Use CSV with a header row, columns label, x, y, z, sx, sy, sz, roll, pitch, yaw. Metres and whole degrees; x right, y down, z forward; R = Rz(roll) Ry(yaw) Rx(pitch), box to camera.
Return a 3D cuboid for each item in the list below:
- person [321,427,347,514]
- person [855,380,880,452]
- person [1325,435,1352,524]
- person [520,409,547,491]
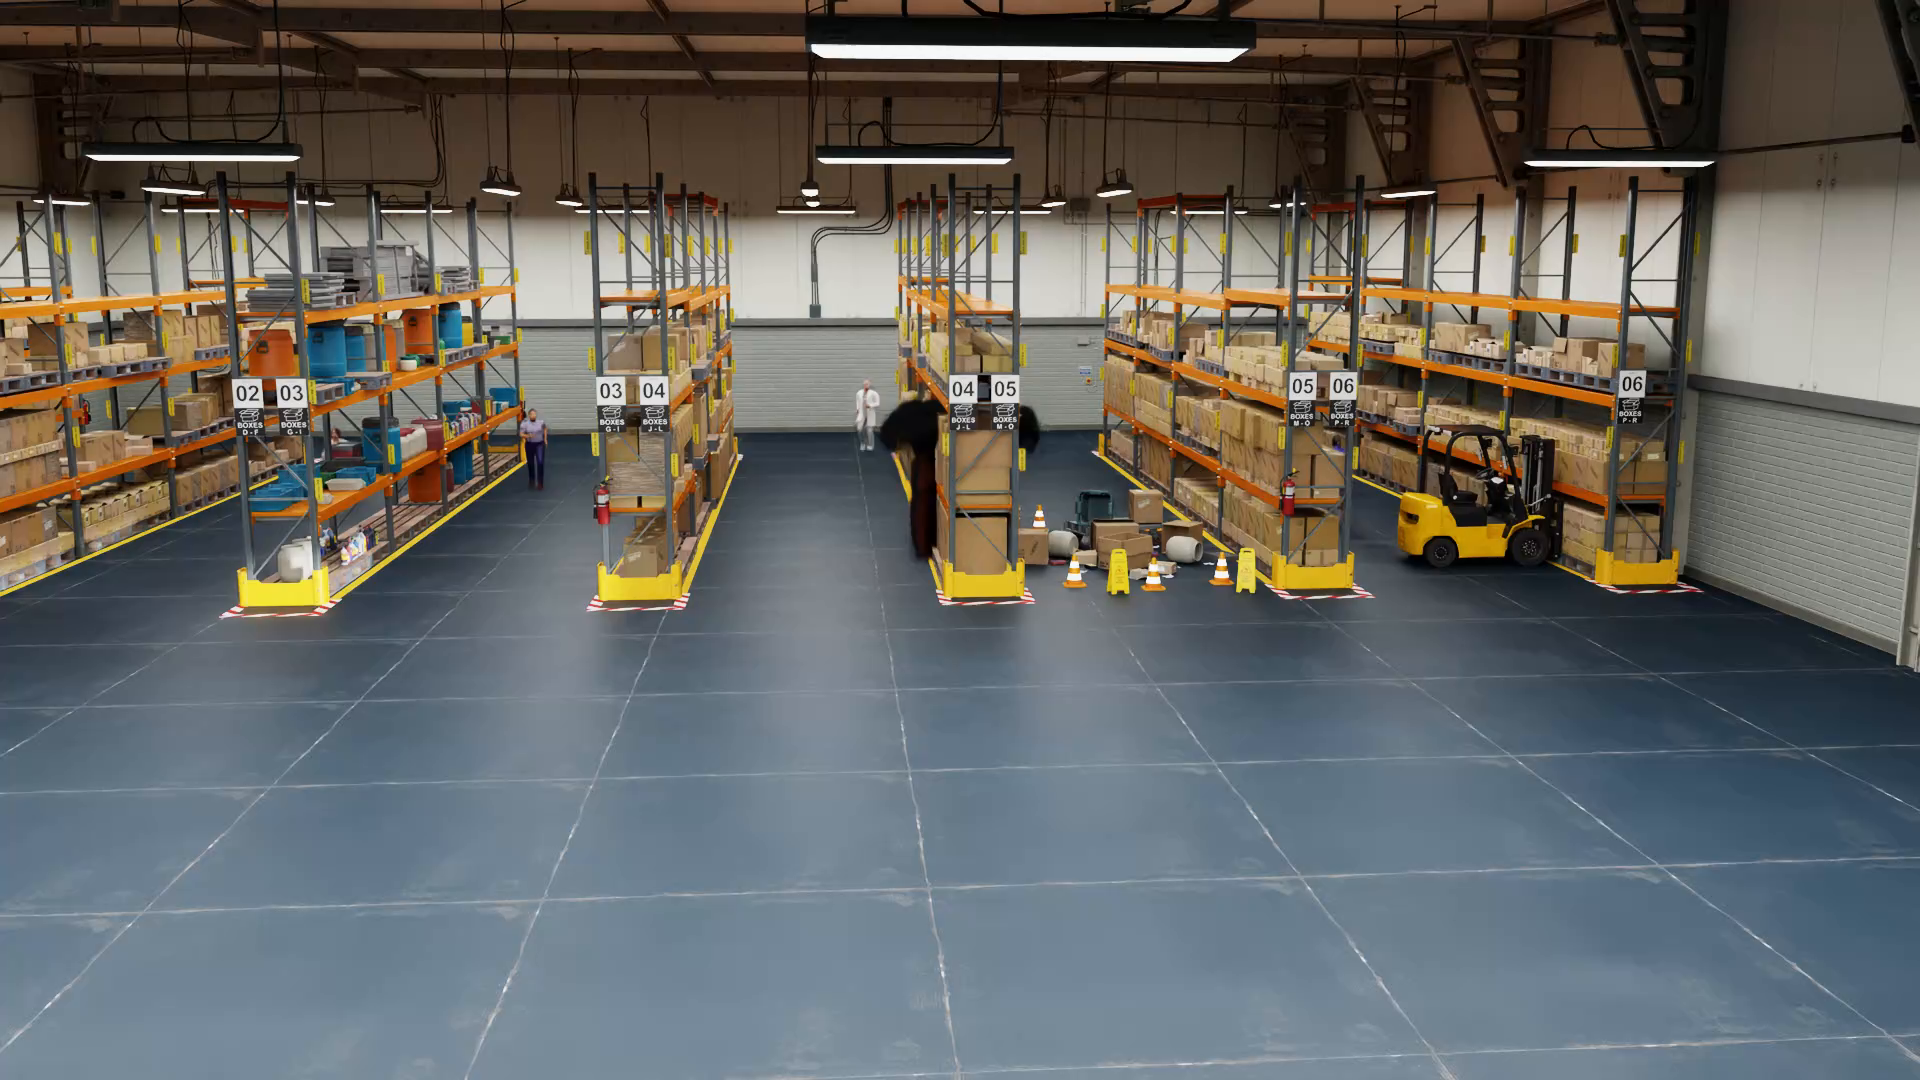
label,x,y,z,sx,sy,sz,roll,pitch,yaw
person,-11.819,-1.351,31.605,0.510,1.609,0.861,-1,10,-4
person,-2.295,-3.037,40.802,0.684,1.771,0.742,3,10,16
person,6.830,-1.063,30.039,0.582,1.646,0.966,-2,10,-12
person,-8.888,-1.896,34.705,0.565,1.708,0.843,-3,10,-15
